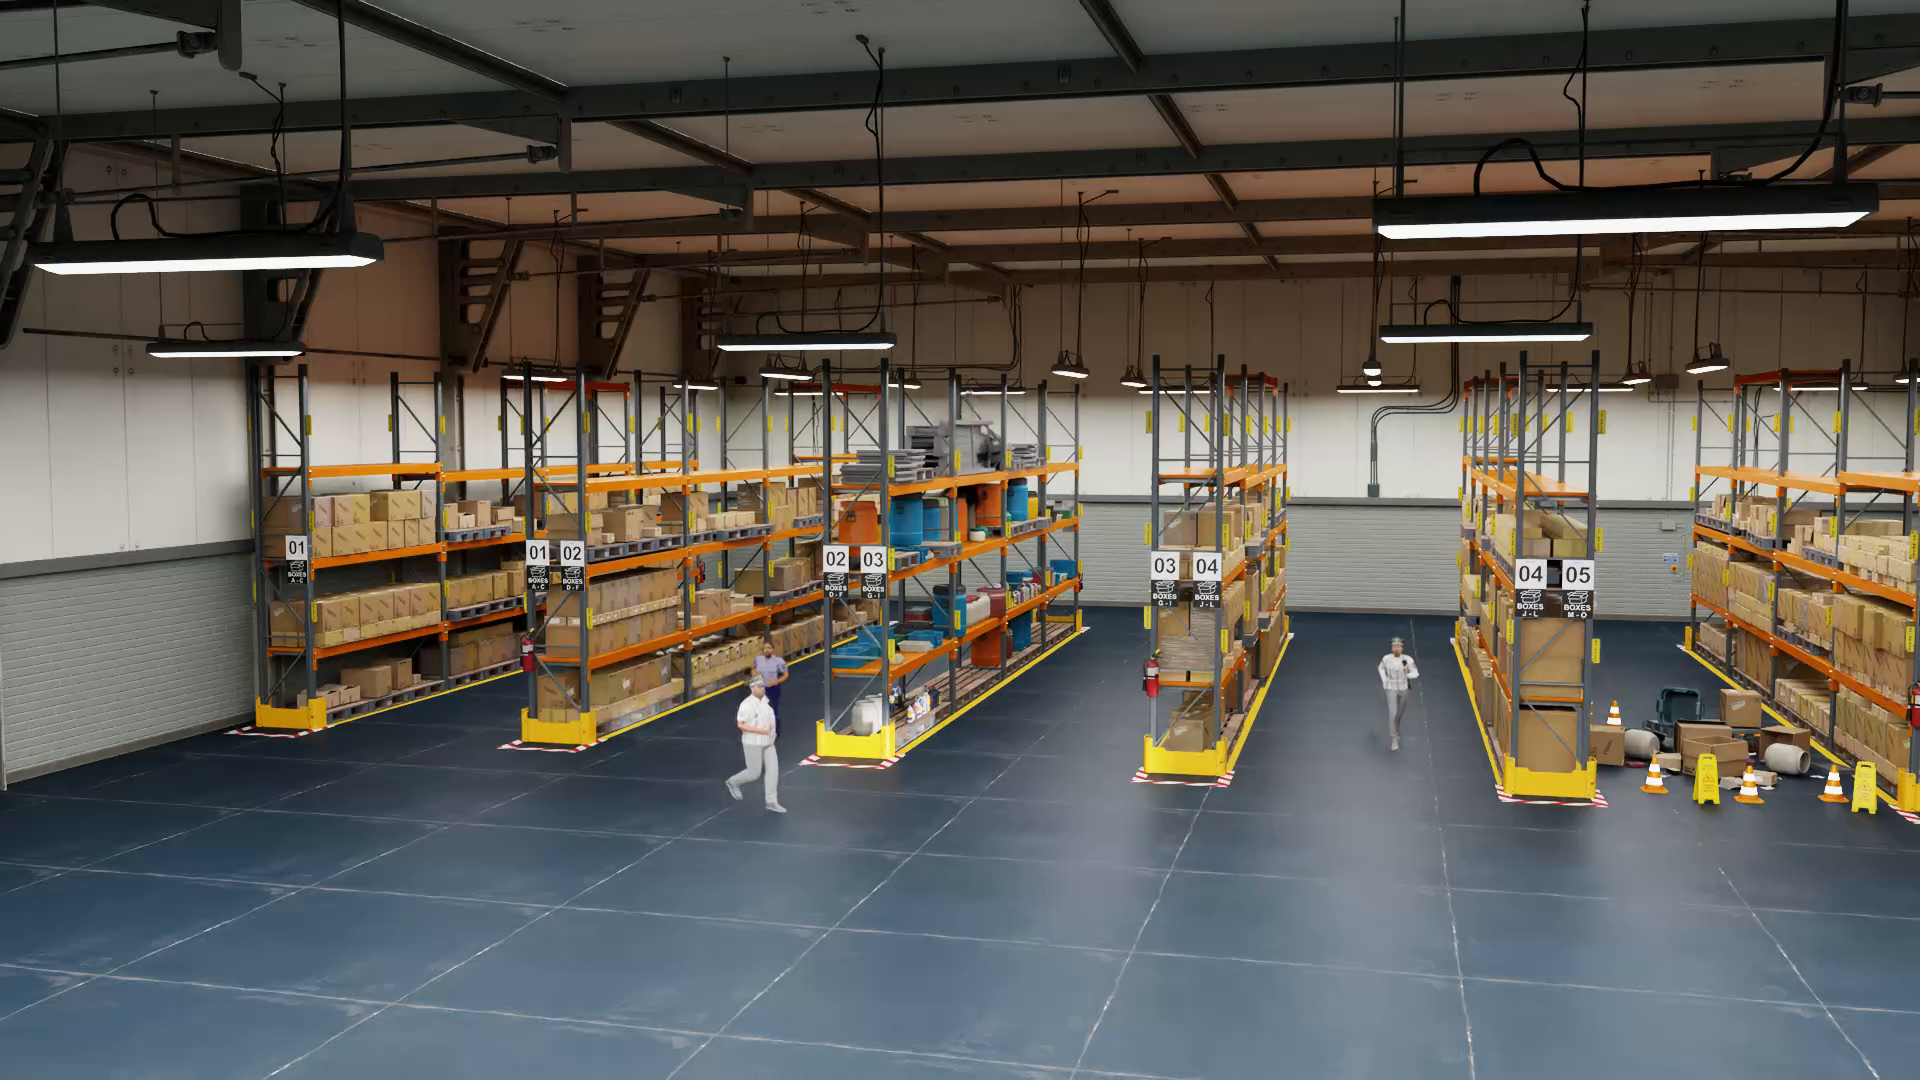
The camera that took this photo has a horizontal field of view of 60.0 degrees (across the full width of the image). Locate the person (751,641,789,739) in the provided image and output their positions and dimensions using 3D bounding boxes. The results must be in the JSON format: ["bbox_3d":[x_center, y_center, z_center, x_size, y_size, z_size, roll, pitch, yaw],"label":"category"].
[{"bbox_3d":[-2.964,2.400,25.872,0.609,1.684,0.886,0,4,1],"label":"person"}]

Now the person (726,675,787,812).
[{"bbox_3d":[-2.626,2.627,21.601,0.923,1.767,0.663,3,5,35],"label":"person"}]

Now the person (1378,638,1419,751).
[{"bbox_3d":[6.833,2.370,25.929,0.578,1.732,0.834,1,4,9],"label":"person"}]
